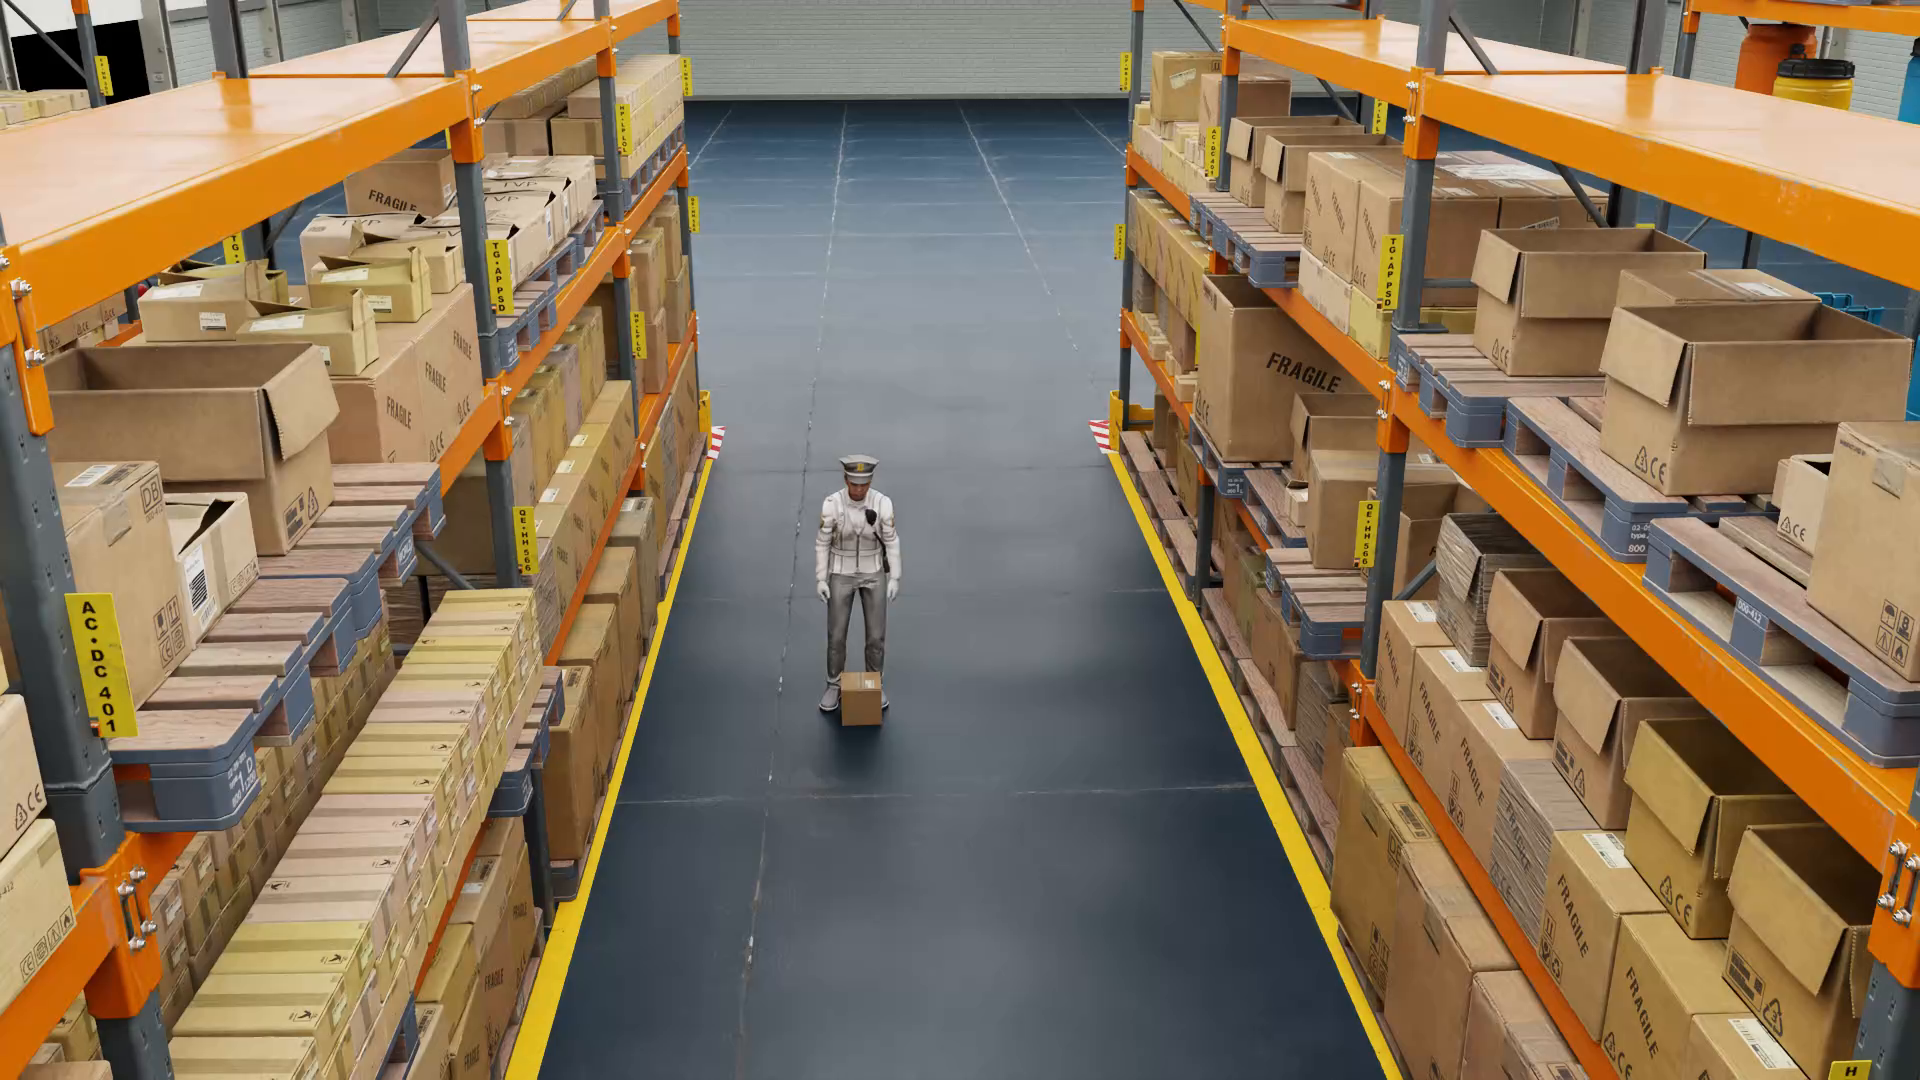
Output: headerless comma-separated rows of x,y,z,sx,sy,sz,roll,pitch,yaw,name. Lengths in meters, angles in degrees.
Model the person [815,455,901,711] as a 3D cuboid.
-0.636,0.252,10.400,0.539,1.663,0.377,-2,21,-4,person
